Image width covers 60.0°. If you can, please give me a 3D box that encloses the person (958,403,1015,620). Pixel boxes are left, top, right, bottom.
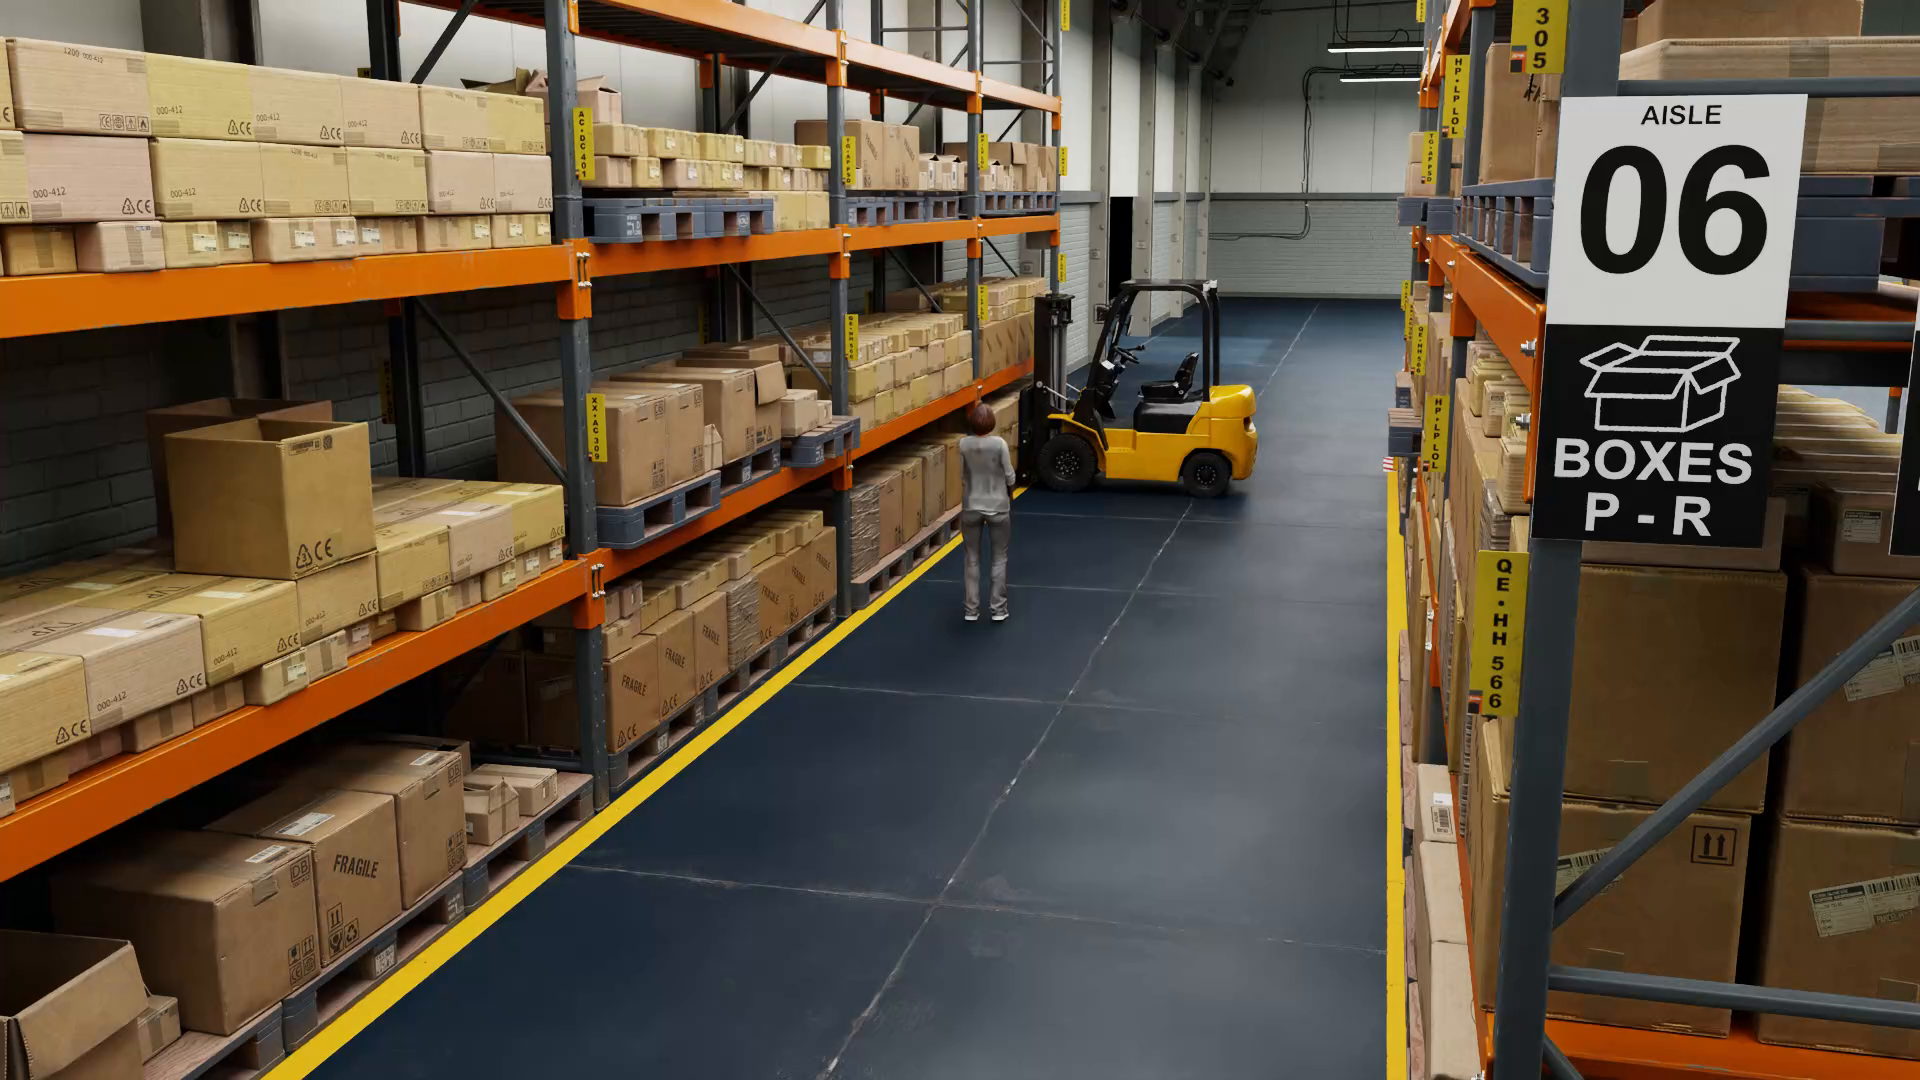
[{"bbox_3d":[0.200,-0.212,12.021,0.404,1.588,0.490,2,12,11],"label":"person"}]
